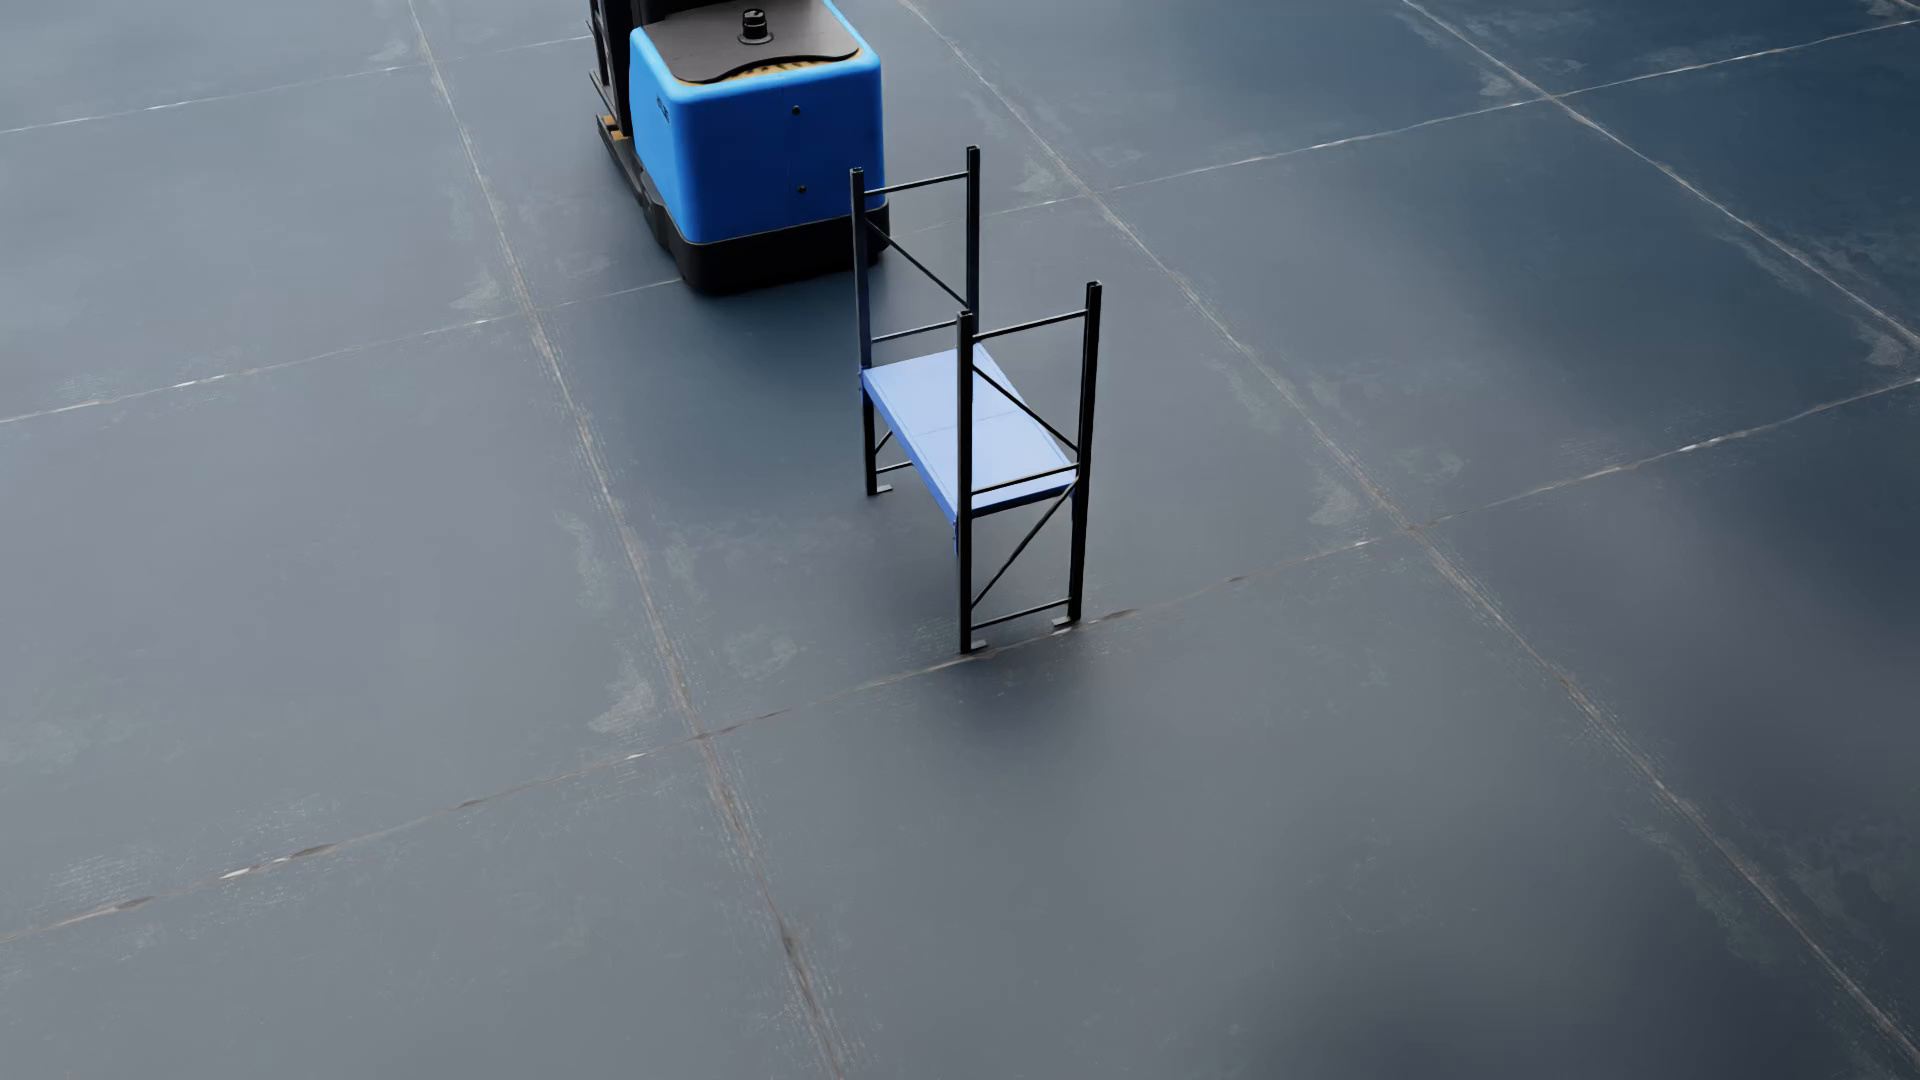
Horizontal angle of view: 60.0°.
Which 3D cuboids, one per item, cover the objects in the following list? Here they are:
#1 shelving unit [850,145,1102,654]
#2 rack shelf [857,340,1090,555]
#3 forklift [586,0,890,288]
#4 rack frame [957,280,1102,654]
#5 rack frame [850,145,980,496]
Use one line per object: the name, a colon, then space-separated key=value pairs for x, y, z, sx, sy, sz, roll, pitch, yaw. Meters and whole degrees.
shelving unit: x=0.033 y=-0.517 z=6.201 sx=0.538 sy=1.500 sz=1.048 roll=-15 pitch=43 yaw=-17
rack shelf: x=0.033 y=-0.381 z=6.319 sx=0.538 sy=0.185 sz=1.000 roll=-15 pitch=43 yaw=-17
forklift: x=-1.382 y=-3.300 z=8.340 sx=1.130 sy=2.935 sz=3.031 roll=-15 pitch=43 yaw=-17
rack frame: x=0.227 y=-0.211 z=5.845 sx=0.500 sy=1.500 sz=0.032 roll=-15 pitch=43 yaw=-17
rack frame: x=-0.162 y=-0.824 z=6.557 sx=0.500 sy=1.500 sz=0.032 roll=-15 pitch=43 yaw=-17
